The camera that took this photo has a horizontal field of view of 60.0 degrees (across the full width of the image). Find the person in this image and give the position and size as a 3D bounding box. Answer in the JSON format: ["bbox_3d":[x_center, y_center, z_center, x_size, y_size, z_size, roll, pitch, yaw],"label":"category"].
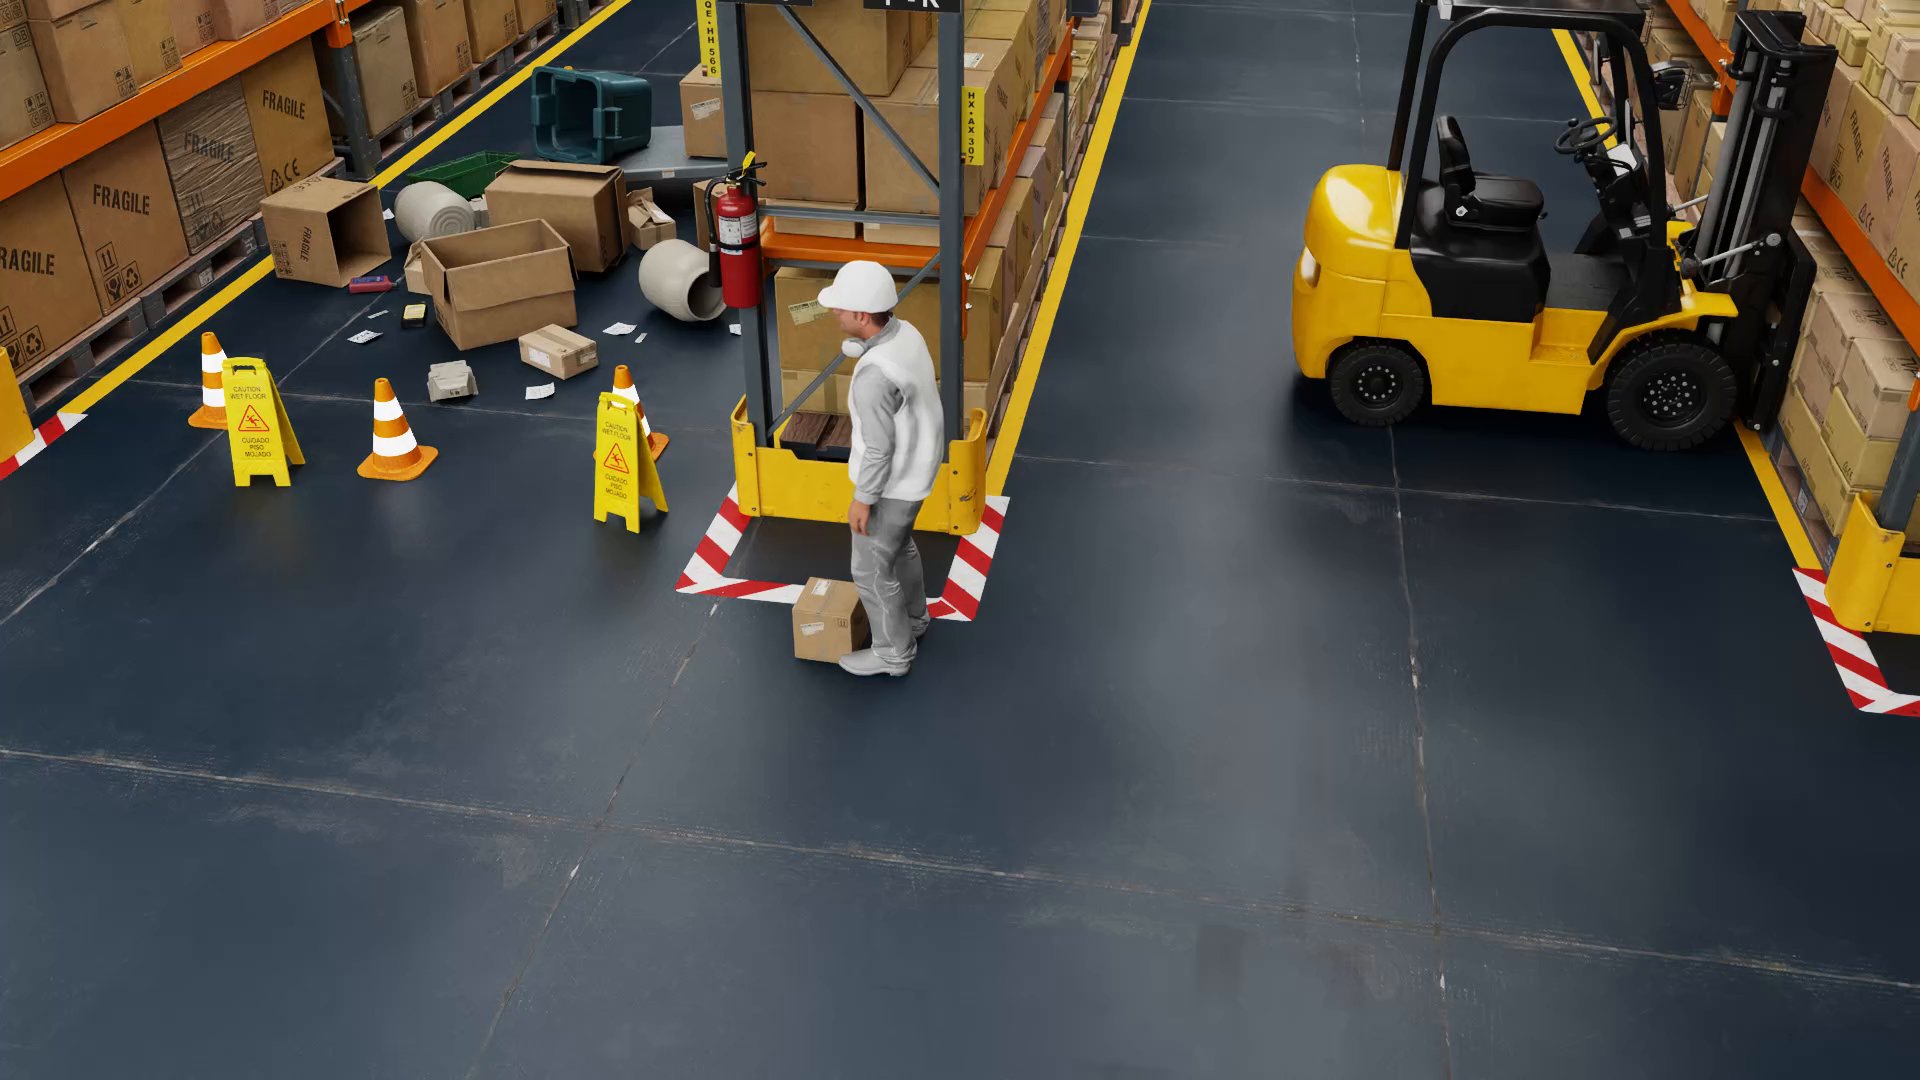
[{"bbox_3d":[-0.293,-0.268,6.537,0.457,1.773,0.593,6,33,10],"label":"person"}]
